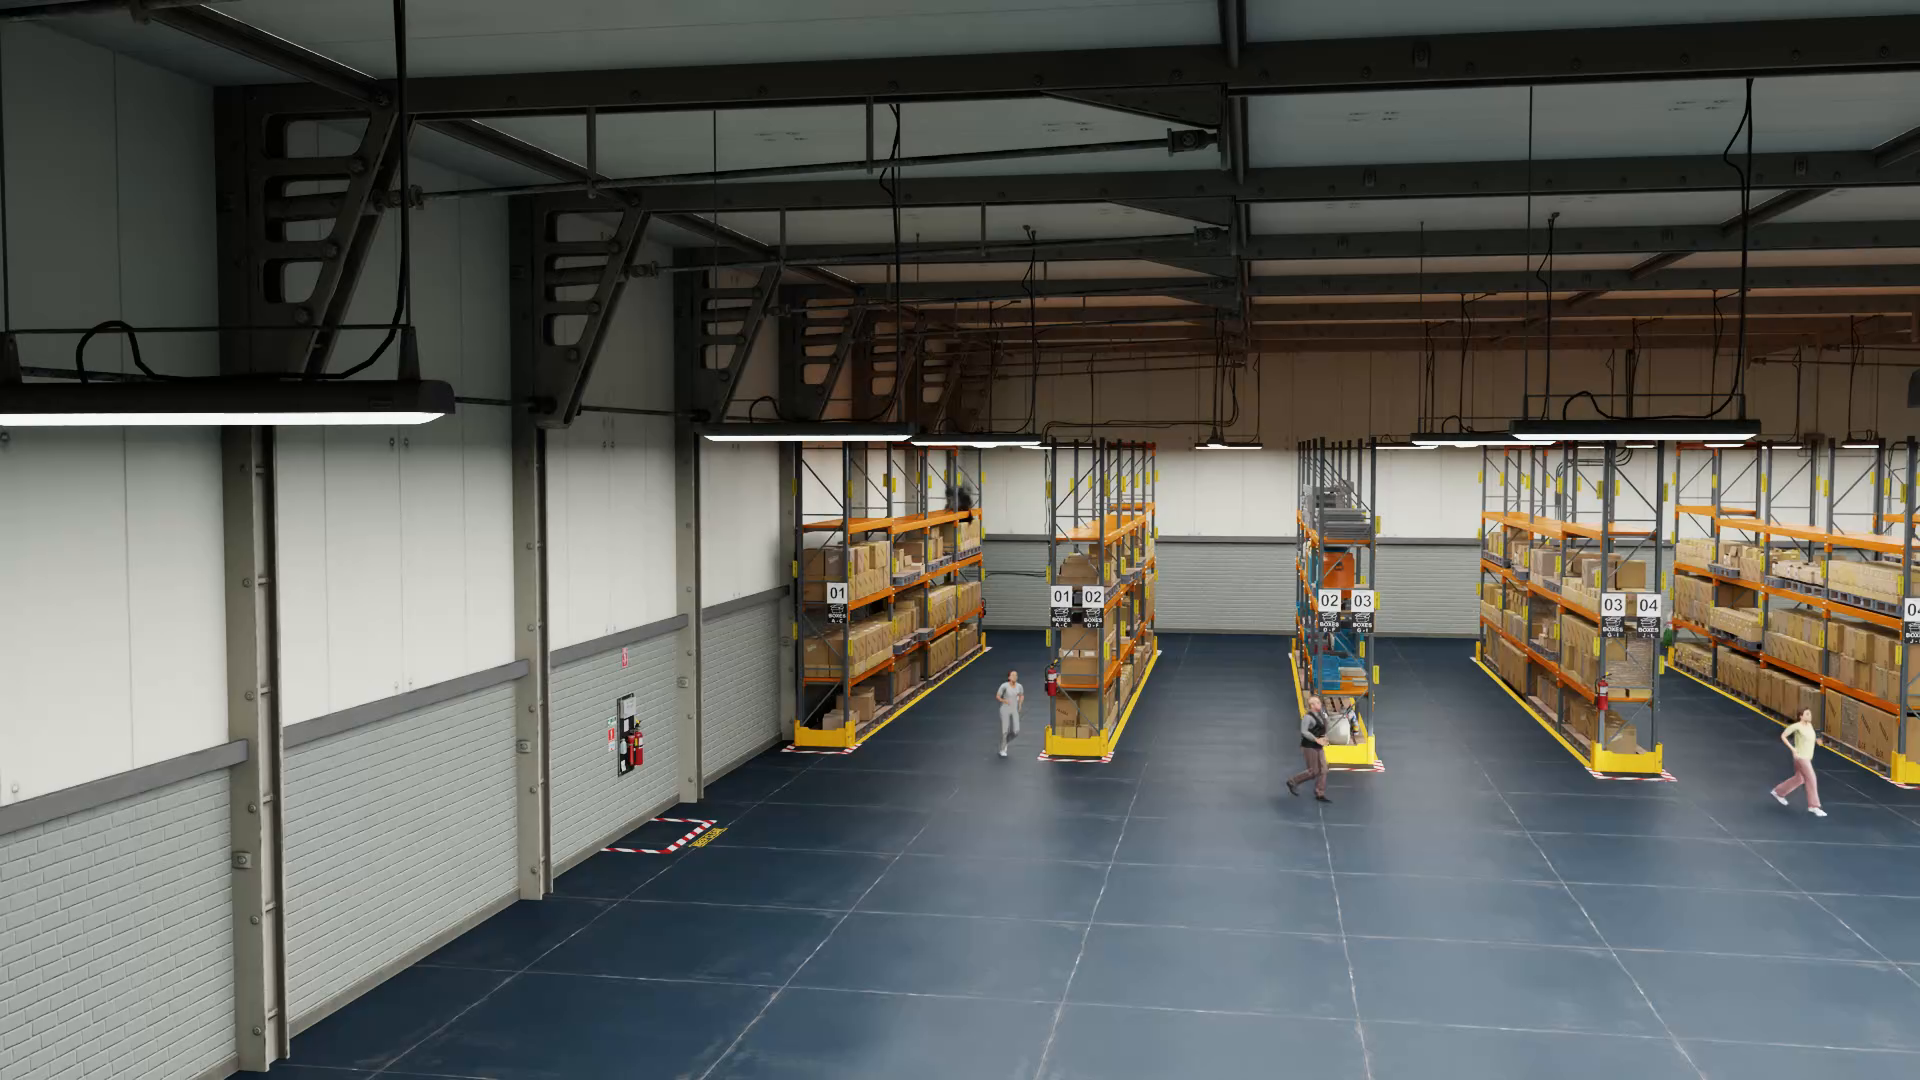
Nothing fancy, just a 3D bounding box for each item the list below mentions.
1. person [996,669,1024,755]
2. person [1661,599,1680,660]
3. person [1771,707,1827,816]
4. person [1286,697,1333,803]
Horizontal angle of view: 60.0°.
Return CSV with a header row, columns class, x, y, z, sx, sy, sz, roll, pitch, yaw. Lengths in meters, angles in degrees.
class,x,y,z,sx,sy,sz,roll,pitch,yaw
person,0.976,3.252,31.368,0.582,1.620,0.575,-1,3,-16
person,19.616,2.447,45.751,0.555,1.763,0.705,0,3,5
person,13.383,3.483,26.458,0.561,1.688,0.897,-2,4,-38
person,5.767,3.429,27.307,0.771,1.722,0.685,2,4,34
